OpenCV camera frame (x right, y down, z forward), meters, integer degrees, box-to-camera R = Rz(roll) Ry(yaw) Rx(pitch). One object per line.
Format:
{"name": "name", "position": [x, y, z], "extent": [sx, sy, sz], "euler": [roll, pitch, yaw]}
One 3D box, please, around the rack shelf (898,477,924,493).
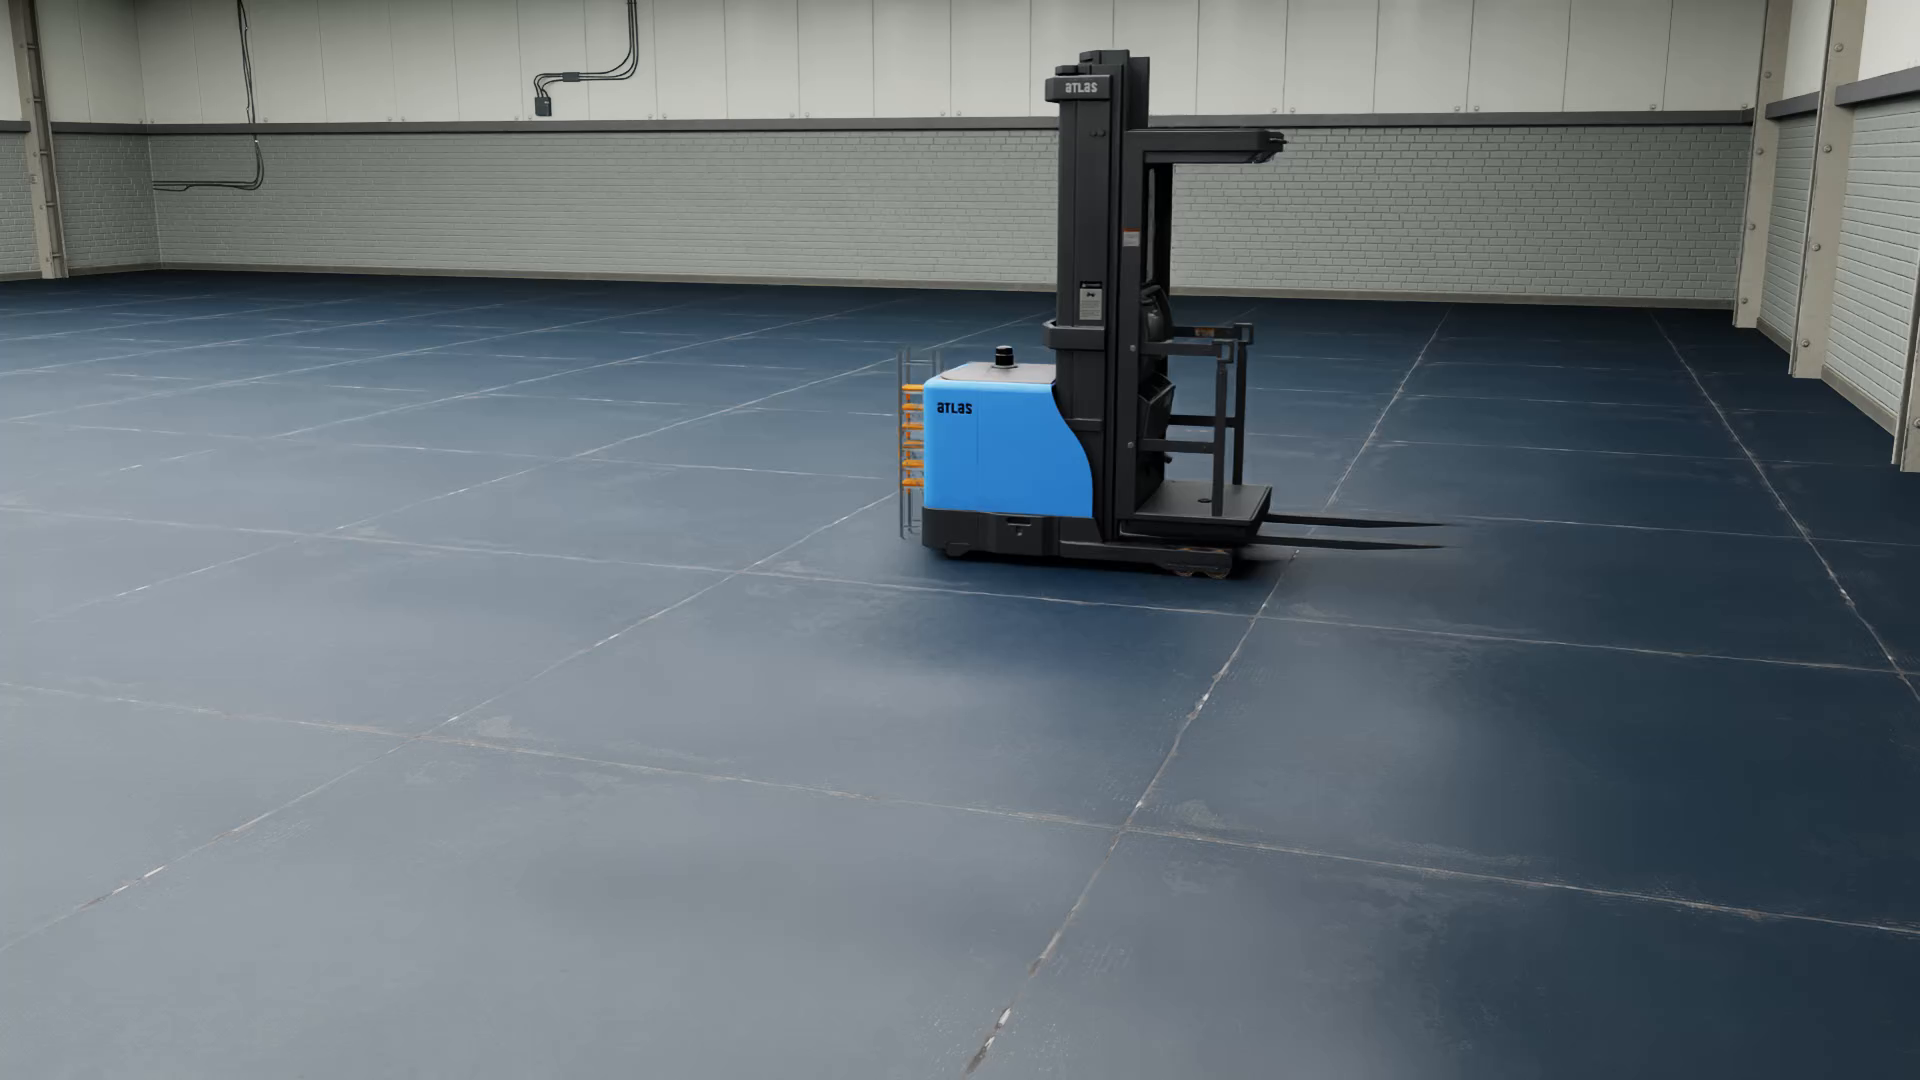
{"name": "rack shelf", "position": [-0.241, -0.325, 10.496], "extent": [0.258, 0.103, 0.180], "euler": [3, 13, 14]}

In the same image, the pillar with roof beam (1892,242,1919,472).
{"name": "pillar with roof beam", "position": [3.383, -5.255, 13.289], "extent": [9.100, 9.000, 0.400], "euler": [4, 14, 18]}

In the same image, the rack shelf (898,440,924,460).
{"name": "rack shelf", "position": [-0.241, -0.559, 10.442], "extent": [0.258, 0.103, 0.180], "euler": [3, 13, 14]}

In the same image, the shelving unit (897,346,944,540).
{"name": "shelving unit", "position": [-0.241, -0.603, 10.432], "extent": [0.258, 1.200, 0.189], "euler": [3, 13, 14]}

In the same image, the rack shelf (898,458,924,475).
{"name": "rack shelf", "position": [-0.241, -0.442, 10.469], "extent": [0.258, 0.103, 0.180], "euler": [3, 13, 14]}

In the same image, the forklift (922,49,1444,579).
{"name": "forklift", "position": [1.344, -1.337, 9.760], "extent": [3.031, 2.935, 1.130], "euler": [4, 13, 15]}

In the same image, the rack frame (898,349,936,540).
{"name": "rack frame", "position": [-0.264, -0.583, 10.346], "extent": [0.240, 1.200, 0.006], "euler": [3, 13, 14]}

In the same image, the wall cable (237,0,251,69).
{"name": "wall cable", "position": [-13.703, -11.018, 34.168], "extent": [3.097, 2.526, 0.112], "euler": [4, 14, 18]}

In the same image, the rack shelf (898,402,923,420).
{"name": "rack shelf", "position": [-0.241, -0.793, 10.389], "extent": [0.258, 0.103, 0.180], "euler": [3, 13, 14]}

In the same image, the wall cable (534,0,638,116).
{"name": "wall cable", "position": [-7.285, -11.236, 31.851], "extent": [2.305, 6.003, 0.169], "euler": [4, 14, 18]}

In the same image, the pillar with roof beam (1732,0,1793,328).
{"name": "pillar with roof beam", "position": [7.265, -7.782, 24.359], "extent": [9.100, 9.000, 0.400], "euler": [4, 14, 18]}

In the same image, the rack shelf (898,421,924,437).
{"name": "rack shelf", "position": [-0.241, -0.676, 10.416], "extent": [0.258, 0.103, 0.180], "euler": [3, 13, 14]}

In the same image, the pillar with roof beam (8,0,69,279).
{"name": "pillar with roof beam", "position": [-14.394, -9.430, 31.580], "extent": [9.100, 9.000, 0.400], "euler": [4, 14, 18]}

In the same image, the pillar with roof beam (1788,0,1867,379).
{"name": "pillar with roof beam", "position": [5.324, -6.518, 18.824], "extent": [9.100, 9.000, 0.400], "euler": [4, 14, 18]}

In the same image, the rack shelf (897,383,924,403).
{"name": "rack shelf", "position": [-0.241, -0.910, 10.362], "extent": [0.258, 0.103, 0.180], "euler": [3, 13, 14]}

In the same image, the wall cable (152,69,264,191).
{"name": "wall cable", "position": [-16.263, -8.751, 35.584], "extent": [3.097, 2.526, 0.112], "euler": [4, 14, 18]}

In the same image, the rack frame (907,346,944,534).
{"name": "rack frame", "position": [-0.218, -0.622, 10.519], "extent": [0.240, 1.200, 0.006], "euler": [3, 13, 14]}
